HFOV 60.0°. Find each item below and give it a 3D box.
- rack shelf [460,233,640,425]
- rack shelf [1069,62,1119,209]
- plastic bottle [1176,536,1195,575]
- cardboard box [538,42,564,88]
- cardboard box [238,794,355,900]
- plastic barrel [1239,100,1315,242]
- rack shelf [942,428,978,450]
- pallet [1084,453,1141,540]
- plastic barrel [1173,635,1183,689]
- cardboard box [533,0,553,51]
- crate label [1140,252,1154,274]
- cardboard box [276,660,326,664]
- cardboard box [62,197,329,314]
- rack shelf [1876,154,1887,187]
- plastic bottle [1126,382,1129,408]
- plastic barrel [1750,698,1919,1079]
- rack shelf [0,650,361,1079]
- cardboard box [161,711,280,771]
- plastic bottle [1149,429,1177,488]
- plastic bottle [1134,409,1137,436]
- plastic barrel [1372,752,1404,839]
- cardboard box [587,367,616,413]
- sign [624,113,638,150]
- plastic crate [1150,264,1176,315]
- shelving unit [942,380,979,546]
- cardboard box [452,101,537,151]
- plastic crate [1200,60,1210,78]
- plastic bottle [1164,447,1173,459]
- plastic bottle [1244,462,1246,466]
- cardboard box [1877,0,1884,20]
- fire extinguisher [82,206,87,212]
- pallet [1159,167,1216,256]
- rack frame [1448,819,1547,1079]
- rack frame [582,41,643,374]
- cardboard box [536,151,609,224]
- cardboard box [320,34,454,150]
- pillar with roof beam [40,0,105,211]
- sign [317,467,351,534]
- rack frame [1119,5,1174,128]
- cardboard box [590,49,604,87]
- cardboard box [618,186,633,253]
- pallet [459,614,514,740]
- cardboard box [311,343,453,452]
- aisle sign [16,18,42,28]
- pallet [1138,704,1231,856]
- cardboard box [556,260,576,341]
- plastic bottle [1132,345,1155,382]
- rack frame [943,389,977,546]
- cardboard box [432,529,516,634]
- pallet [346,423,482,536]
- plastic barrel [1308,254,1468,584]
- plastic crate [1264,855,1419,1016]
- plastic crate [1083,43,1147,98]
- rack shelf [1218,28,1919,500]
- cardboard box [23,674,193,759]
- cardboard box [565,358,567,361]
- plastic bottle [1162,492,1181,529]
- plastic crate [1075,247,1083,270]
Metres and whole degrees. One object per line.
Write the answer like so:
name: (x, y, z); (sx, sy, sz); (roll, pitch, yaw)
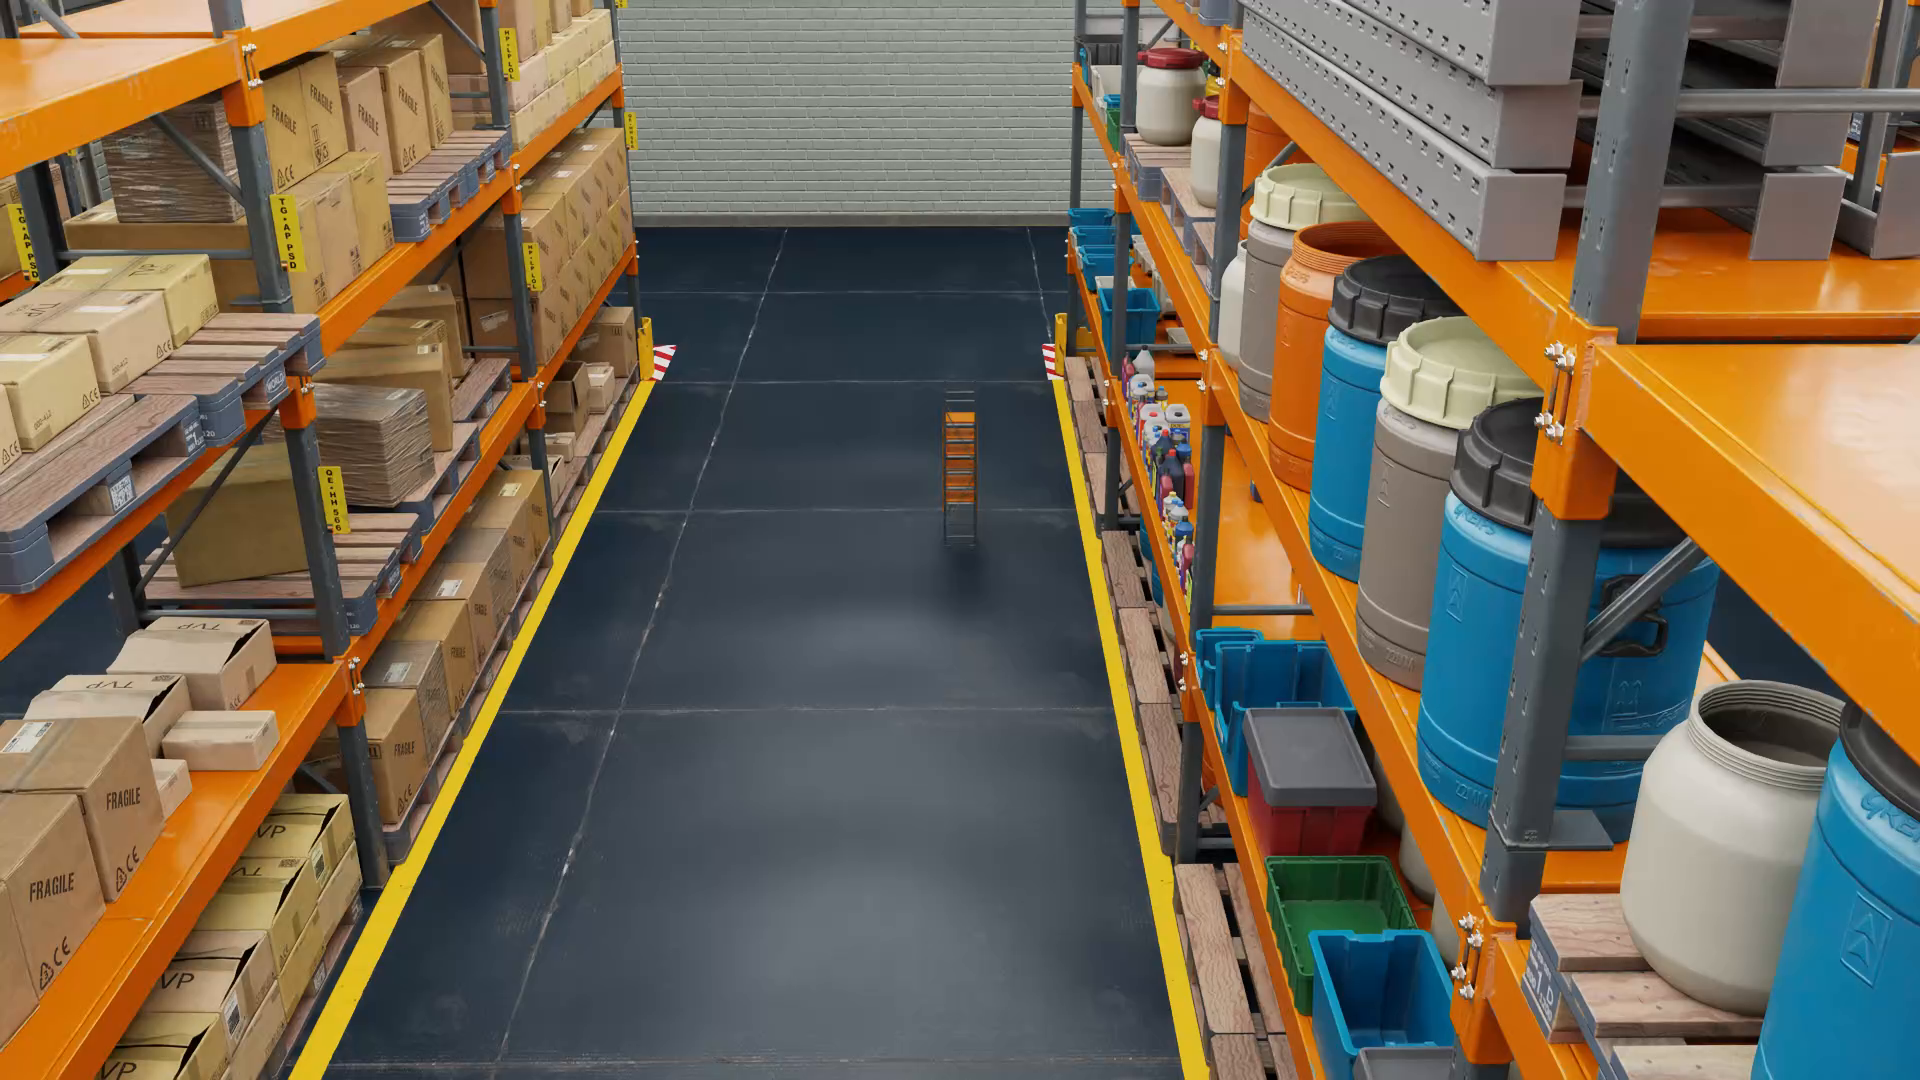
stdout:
rack shelf: (-3.436, -1.791, 13.326); (1.077, 0.370, 4.000); (0, 24, -1)
rack shelf: (1.517, -3.178, 12.753); (1.077, 0.370, 4.000); (0, 24, -1)
plastic bottle: (1.165, 0.076, 8.566); (0.097, 0.201, 0.097); (0, 24, 0)
cardboard box: (-3.172, -3.434, 12.022); (0.500, 0.250, 0.500); (0, 24, -1)
cardboard box: (-3.119, 1.375, 7.601); (0.500, 0.311, 0.500); (0, 24, 1)
plastic barrel: (1.579, -1.655, 7.481); (0.600, 0.830, 0.708); (0, 24, -1)
rack shelf: (0.000, -0.719, 11.792); (0.258, 0.103, 0.180); (0, 24, -1)
pallet: (1.492, -0.347, 12.645); (1.003, 0.211, 1.213); (0, 24, -1)
plastic barrel: (1.548, 0.574, 9.642); (0.600, 0.588, 0.708); (0, 24, -1)
cardboard box: (-3.333, -3.775, 11.866); (0.700, 0.500, 0.500); (0, 24, -1)
crate label: (1.701, -2.301, 13.829); (0.396, 0.136, 0.243); (0, 24, -1)
cardboard box: (-3.620, 0.543, 8.882); (0.500, 0.250, 0.500); (1, 24, 1)
cardboard box: (-3.409, -1.238, 7.469); (0.910, 0.500, 0.500); (0, 24, -1)
rack shelf: (6.513, -1.552, 9.158); (1.077, 0.370, 4.000); (0, 24, -1)
plastic bottle: (1.137, -0.969, 10.877); (0.097, 0.201, 0.097); (0, 24, 0)
plastic barrel: (1.530, 0.606, 2.397); (0.600, 0.901, 0.708); (0, 24, -1)
rack shelf: (-3.349, 1.506, 6.037); (1.077, 0.370, 4.000); (0, 24, -1)
cardboard box: (-3.084, 0.838, 6.946); (0.380, 0.149, 0.250); (0, 24, -1)
plastic bottle: (1.176, -0.477, 9.608); (0.144, 0.351, 0.185); (0, 24, -1)
plastic bottle: (1.143, -0.753, 10.400); (0.097, 0.201, 0.097); (0, 24, 0)
plastic barrel: (1.812, 0.879, 6.415); (0.421, 0.512, 0.421); (0, 24, 0)
cardboard box: (-3.225, -1.276, 14.117); (0.500, 0.250, 0.500); (0, 24, -1)
sign: (-2.903, -3.608, 14.683); (0.100, 0.325, 0.005); (0, 24, -1)
plastic crate: (1.707, -1.919, 12.806); (0.437, 0.282, 0.530); (0, 24, -1)
shelving unit: (0.000, -0.541, 11.873); (0.258, 1.200, 0.189); (0, 24, -1)
cardboard box: (-3.172, -2.794, 11.214); (0.500, 0.250, 0.500); (0, 24, -1)
plastic crate: (1.792, -3.828, 13.575); (0.450, 0.188, 0.336); (0, 24, -1)
plastic bottle: (1.197, -0.381, 9.477); (0.061, 0.283, 0.133); (0, 24, -1)
plastic bottle: (1.756, -0.578, 9.927); (0.097, 0.271, 0.097); (0, 24, 0)
cardboard box: (6.488, -3.716, 11.407); (0.500, 0.250, 0.500); (-2, 24, -4)
fire extinguisher: (-7.951, -2.778, 15.182); (0.296, 0.674, 0.183); (0, 24, -1)
pallet: (1.661, -1.806, 9.075); (1.003, 0.211, 1.213); (0, 24, -1)
rack frame: (1.626, 1.981, 4.112); (1.000, 3.000, 0.127); (0, 24, -1)
rack frame: (-3.458, -2.943, 15.000); (1.000, 3.000, 0.127); (0, 24, -1)
cardboard box: (-3.161, -2.840, 13.438); (0.500, 0.500, 0.500); (0, 24, 1)
cardboard box: (-3.482, -2.736, 10.150); (0.600, 0.600, 0.600); (-3, 24, -6)
pillar with roof beam: (-5.001, -6.780, 16.205); (9.100, 9.000, 0.400); (0, 24, -1)
sign: (-2.815, -0.178, 7.481); (0.100, 0.325, 0.005); (0, 24, -1)
rack frame: (1.539, -4.049, 10.165); (1.000, 3.000, 0.127); (0, 24, -1)
cardboard box: (-3.194, -3.824, 13.491); (0.500, 0.250, 0.500); (0, 24, -1)
cardboard box: (-3.181, -2.805, 14.574); (0.500, 0.500, 0.500); (0, 24, 1)
pallet: (-3.351, 0.815, 10.075); (1.003, 0.211, 1.213); (0, 24, -1)
cardboard box: (-3.333, -0.804, 9.639); (0.700, 0.500, 0.500); (-6, 25, -14)
aisle sign: (-8.112, -4.134, 14.480); (0.394, 0.787, 0.004); (0, 24, -1)
pallet: (1.532, 1.279, 9.049); (1.003, 0.211, 1.213); (0, 24, -1)
cardboard box: (-3.156, -1.762, 12.268); (0.500, 0.500, 0.500); (0, 24, 0)
plastic bottle: (1.219, -1.130, 11.051); (0.144, 0.351, 0.185); (0, 24, -1)
rack frame: (0.001, -0.503, 11.790); (0.240, 1.200, 0.006); (0, 24, -1)
cardboard box: (-3.120, 0.257, 10.426); (0.500, 0.500, 0.500); (0, 24, 0)
pallet: (-3.396, -0.360, 9.522); (1.003, 0.211, 1.213); (0, 24, -1)
plastic barrel: (1.389, -0.361, 5.044); (0.600, 0.901, 0.708); (0, 24, -1)
plastic crate: (1.325, 1.362, 5.740); (0.450, 0.188, 0.662); (0, 24, -1)
plastic crate: (1.237, -3.671, 13.045); (0.504, 0.338, 0.767); (0, 24, -1)
rack shelf: (1.604, -1.066, 4.929); (1.077, 0.370, 4.000); (0, 24, -1)
cardboard box: (-3.554, 0.764, 6.913); (0.500, 0.311, 0.500); (-1, 24, -1)
cardboard box: (-3.730, -1.459, 14.522); (0.500, 0.250, 0.500); (0, 24, -1)
plastic bottle: (1.159, -0.165, 9.098); (0.097, 0.201, 0.097); (0, 24, 0)
plastic crate: (1.097, -2.355, 13.948); (0.250, 0.136, 0.298); (0, 24, -1)
